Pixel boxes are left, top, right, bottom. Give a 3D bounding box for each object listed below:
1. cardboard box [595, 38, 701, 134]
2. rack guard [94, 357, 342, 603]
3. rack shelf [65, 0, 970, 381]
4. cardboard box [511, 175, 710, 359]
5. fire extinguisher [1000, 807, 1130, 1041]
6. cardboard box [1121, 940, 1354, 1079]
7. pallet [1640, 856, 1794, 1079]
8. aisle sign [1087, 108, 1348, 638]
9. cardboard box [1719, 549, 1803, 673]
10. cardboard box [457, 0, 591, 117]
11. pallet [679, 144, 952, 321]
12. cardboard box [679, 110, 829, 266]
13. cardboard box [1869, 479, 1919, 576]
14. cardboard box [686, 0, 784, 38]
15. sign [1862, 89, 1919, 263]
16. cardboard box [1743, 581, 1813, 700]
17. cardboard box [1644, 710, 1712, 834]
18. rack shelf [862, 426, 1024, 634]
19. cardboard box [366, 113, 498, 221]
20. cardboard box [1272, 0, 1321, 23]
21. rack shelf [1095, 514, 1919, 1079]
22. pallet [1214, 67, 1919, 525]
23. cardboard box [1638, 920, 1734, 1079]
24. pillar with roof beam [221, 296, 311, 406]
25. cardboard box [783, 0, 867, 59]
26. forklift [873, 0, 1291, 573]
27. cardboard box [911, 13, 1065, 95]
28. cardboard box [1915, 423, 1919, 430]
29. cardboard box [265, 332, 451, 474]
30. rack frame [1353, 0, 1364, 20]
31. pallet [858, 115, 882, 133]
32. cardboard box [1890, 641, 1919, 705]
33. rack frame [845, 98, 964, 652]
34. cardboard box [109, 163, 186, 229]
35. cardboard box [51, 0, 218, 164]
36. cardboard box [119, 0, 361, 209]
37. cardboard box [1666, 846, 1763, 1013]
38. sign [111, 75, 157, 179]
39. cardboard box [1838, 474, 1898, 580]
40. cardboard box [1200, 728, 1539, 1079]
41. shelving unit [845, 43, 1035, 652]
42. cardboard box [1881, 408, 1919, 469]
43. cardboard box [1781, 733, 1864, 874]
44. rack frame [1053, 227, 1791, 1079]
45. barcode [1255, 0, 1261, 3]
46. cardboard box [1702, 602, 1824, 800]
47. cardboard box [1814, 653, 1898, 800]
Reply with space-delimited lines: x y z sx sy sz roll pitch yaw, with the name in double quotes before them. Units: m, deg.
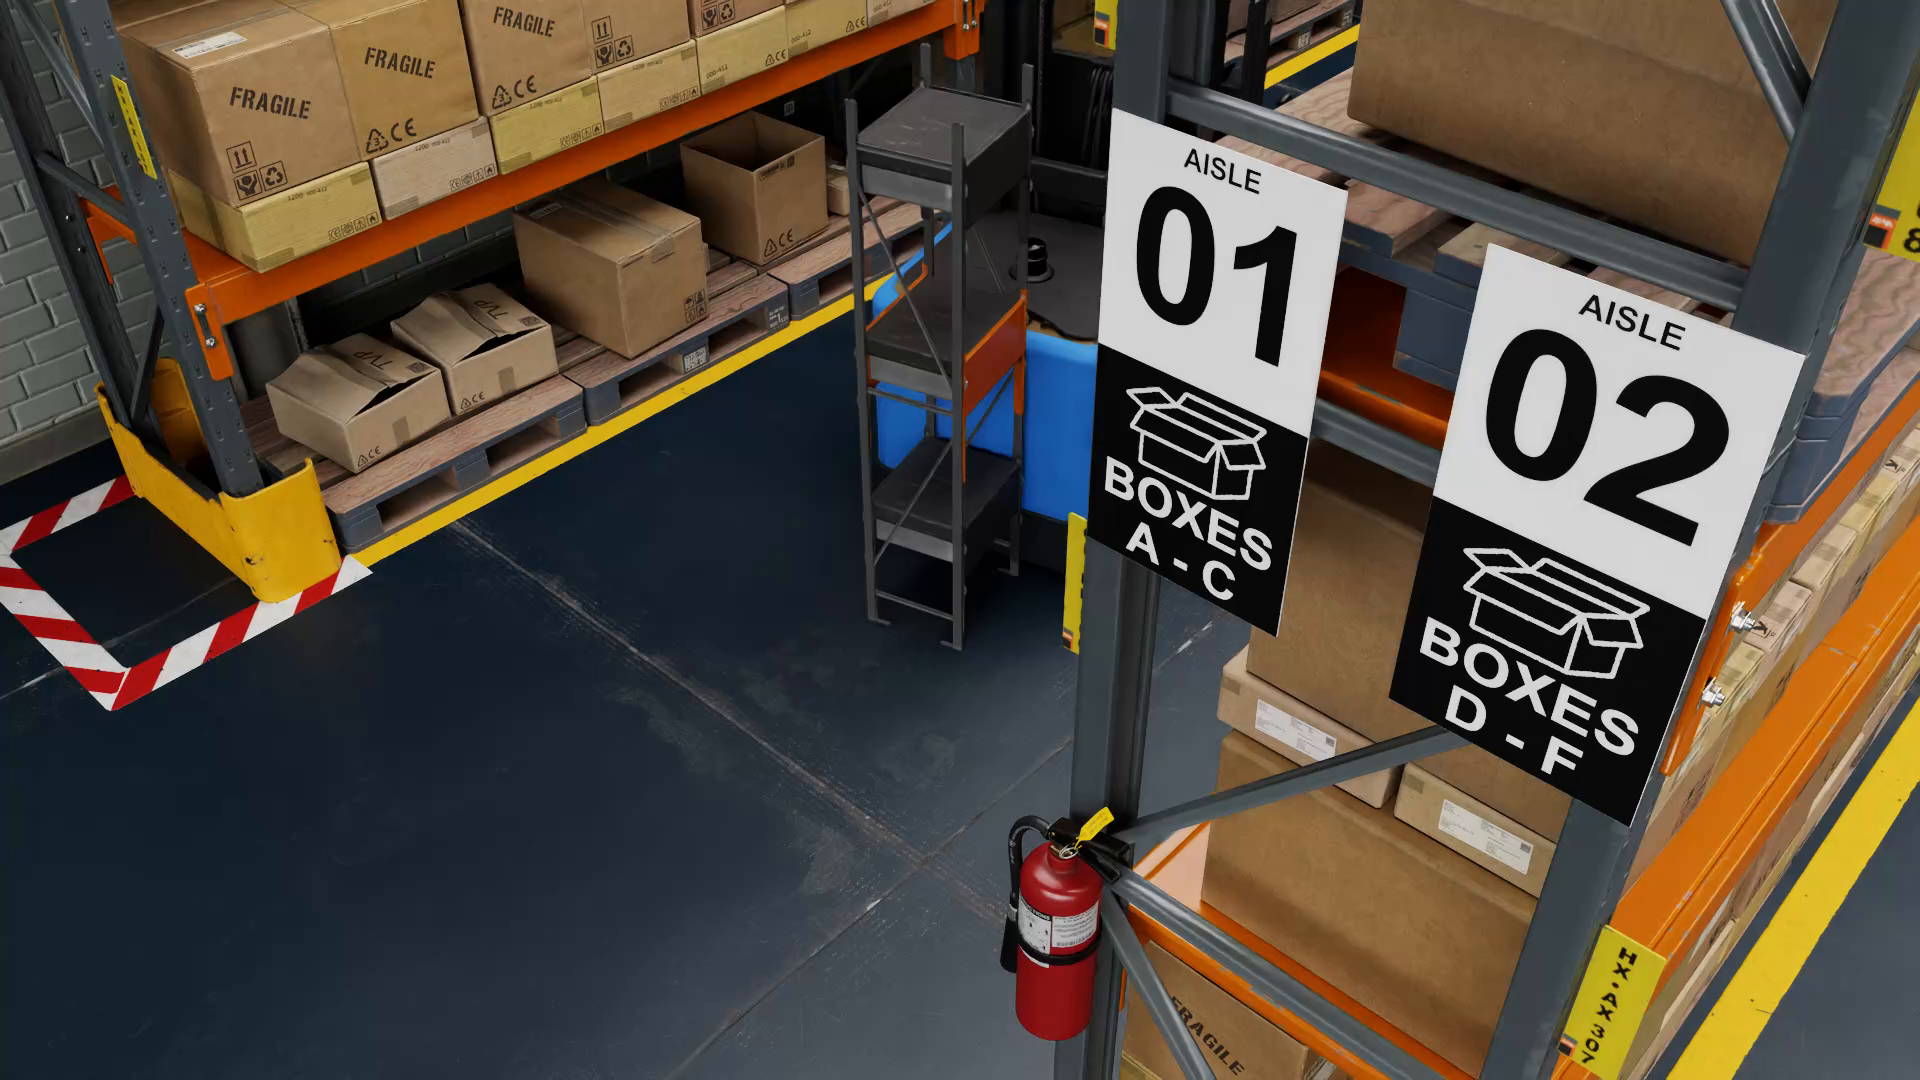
"cardboard box" -1.437 -1.949 6.895 0.500 0.250 0.500 30 47 32
"rack guard" -2.980 -0.258 6.672 1.175 0.500 0.348 30 47 32
"rack shelf" -1.682 -1.838 7.230 1.077 0.370 4.000 30 47 32
"cardboard box" -1.582 -1.253 7.571 0.700 0.500 0.500 27 46 29
"fire extinguisher" 0.205 0.767 3.438 0.296 0.674 0.183 30 47 32
"cardboard box" 0.770 1.124 4.196 0.500 0.500 0.500 30 47 32
"pallet" 1.936 1.042 5.270 1.003 0.211 1.213 30 47 32
"aisle sign" 0.367 -0.234 2.545 0.394 0.787 0.004 30 47 32
"cardboard box" 1.339 -0.147 3.402 0.700 0.500 0.500 28 46 31
"cardboard box" -1.793 -1.995 6.350 0.500 0.500 0.500 28 46 31
"pallet" -0.760 -1.624 8.623 1.003 0.211 1.213 30 47 32
"cardboard box" -1.003 -1.739 8.182 0.500 0.500 0.500 26 45 29
"cardboard box" 2.339 -0.319 4.661 0.700 0.500 0.500 30 48 32
"cardboard box" -1.104 -2.476 6.956 0.500 0.500 0.500 28 46 31
"sign" 1.033 -0.434 1.710 0.100 0.325 0.005 30 47 32
"cardboard box" 1.569 0.143 3.559 0.380 0.149 0.250 29 47 31
"cardboard box" 1.228 0.372 3.271 0.380 0.149 0.250 28 46 31
"rack shelf" -0.059 -0.041 6.261 0.431 0.518 0.480 18 42 21
"cardboard box" -2.128 -1.486 6.313 0.500 0.250 0.500 28 46 31
"cardboard box" 1.919 -3.718 10.670 0.700 0.500 0.500 30 48 32
"rack shelf" 1.977 0.240 4.616 1.077 0.370 4.000 30 47 32
"pallet" 1.124 -0.576 2.726 1.003 0.211 1.213 30 47 32
"cardboard box" 1.826 1.175 4.734 0.500 0.250 0.500 30 47 32
"pillar with roof beam" -0.020 -2.427 2.571 9.100 9.000 0.400 30 47 32
"cardboard box" -0.771 -2.418 7.485 0.500 0.250 0.500 30 47 32
"forklift" 0.778 -1.903 6.788 1.130 2.935 3.031 18 42 21
"cardboard box" 0.152 -2.578 9.237 0.700 0.500 0.500 31 48 33
"cardboard box" 2.266 -0.333 4.157 0.380 0.149 0.250 31 48 33
"cardboard box" -2.498 -0.601 6.903 0.500 0.311 0.500 24 44 27
"rack frame" 2.366 -4.877 10.473 1.000 3.000 0.127 30 47 32
"pallet" 0.191 -2.306 9.480 1.003 0.211 1.213 30 47 32
"cardboard box" 3.175 0.256 5.890 0.500 0.250 0.500 30 47 32
"rack frame" -0.170 -0.465 5.647 0.400 2.100 0.015 18 42 21
"cardboard box" -2.859 -1.446 6.263 0.500 0.250 0.500 30 48 32
"cardboard box" -2.870 -1.750 6.042 0.500 0.500 0.500 29 47 31
"cardboard box" -2.487 -1.537 5.775 0.500 0.500 0.500 30 47 32
"cardboard box" 1.818 0.877 4.507 0.500 0.500 0.500 30 47 32
"sign" -2.631 -1.312 5.295 0.100 0.325 0.005 30 47 32
"cardboard box" 1.919 -0.098 3.862 0.380 0.149 0.250 29 47 31
"cardboard box" 0.952 0.629 3.469 0.700 0.500 0.500 30 47 32
"shelving unit" -0.059 -0.600 5.817 0.431 2.100 0.503 18 42 21
"cardboard box" 2.016 -0.609 3.983 0.700 0.500 0.500 30 47 32
"cardboard box" 2.504 0.718 5.309 0.500 0.250 0.500 30 47 32
"rack frame" 0.628 0.877 3.237 1.000 3.000 0.127 30 47 32
"barcode" 0.475 -0.865 2.552 0.001 0.075 0.075 30 47 32
"cardboard box" 1.642 0.160 4.059 0.700 0.500 0.500 30 47 32
"cardboard box" 2.494 0.419 5.083 0.500 0.500 0.500 30 47 32
